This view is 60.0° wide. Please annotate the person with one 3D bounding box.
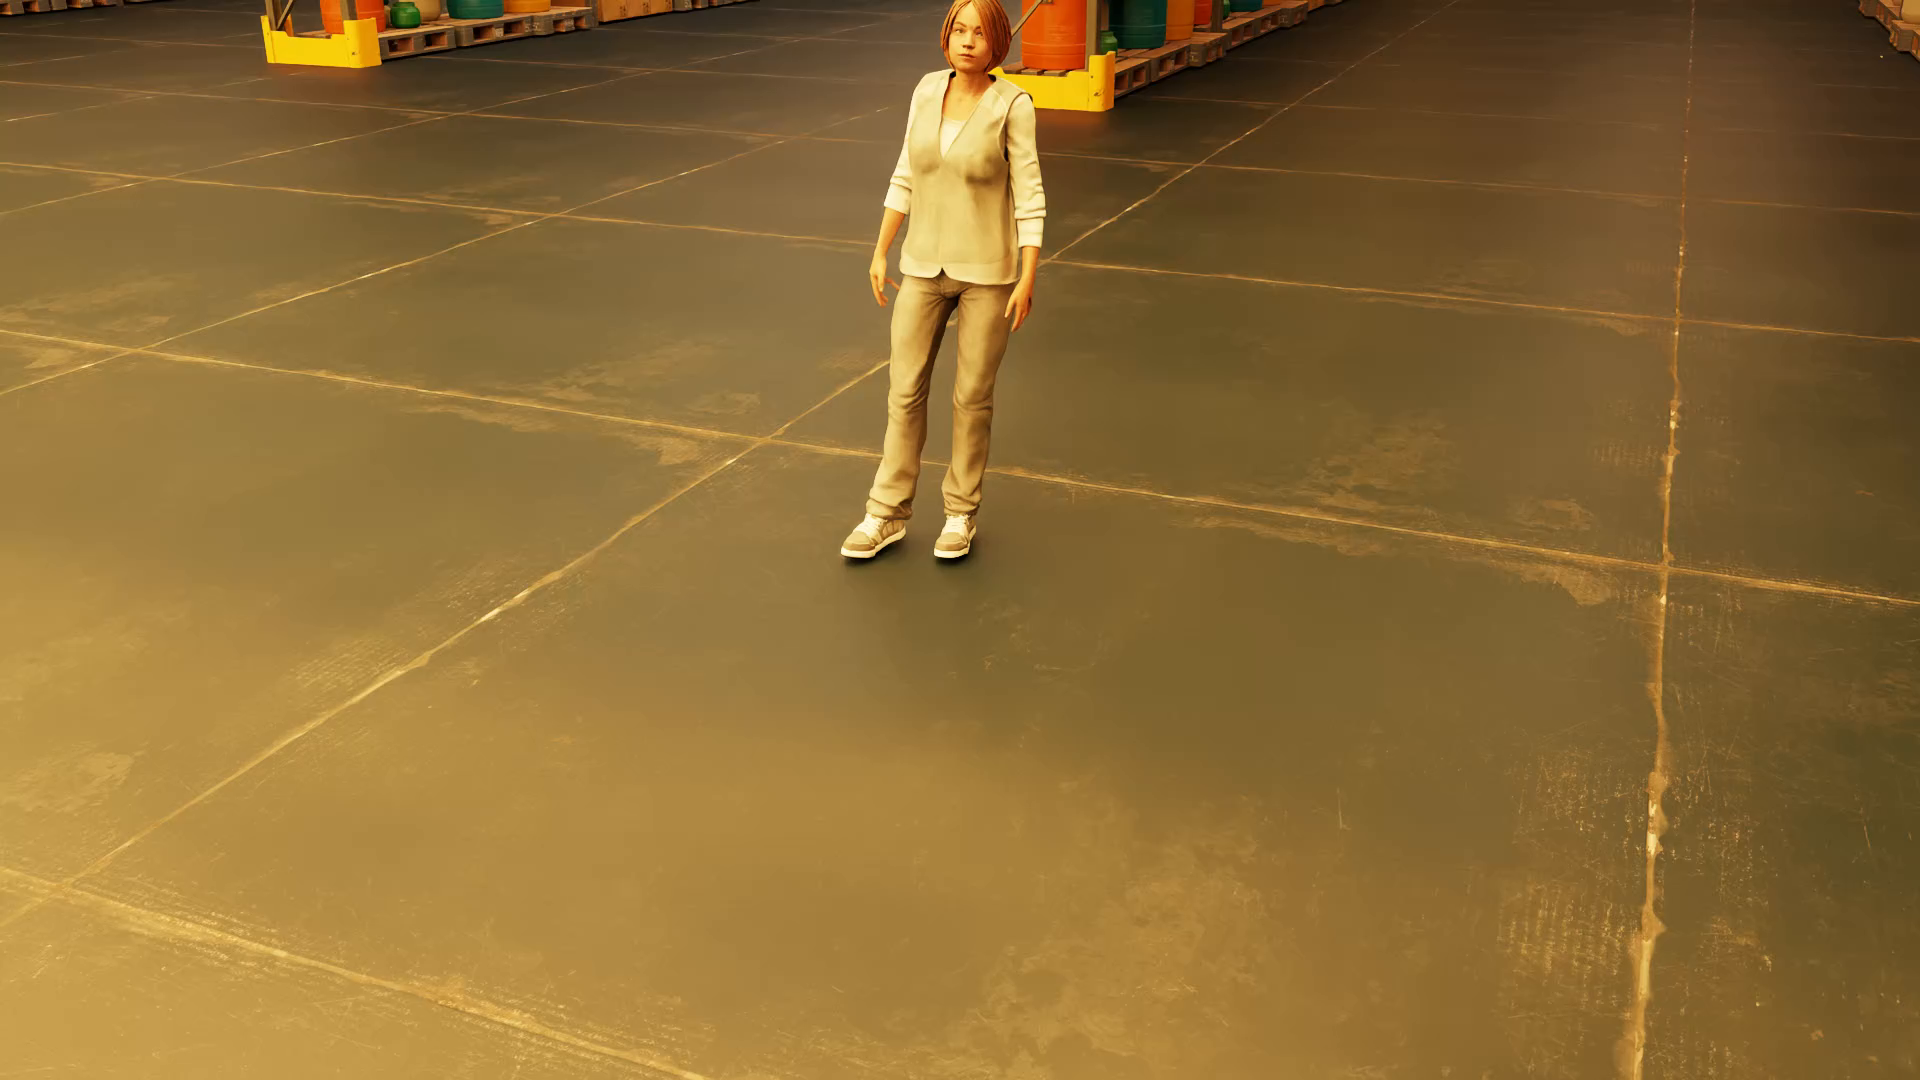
[{"bbox_3d":[-0.042,-0.719,4.723,0.520,1.599,0.473,9,24,21],"label":"person"}]
